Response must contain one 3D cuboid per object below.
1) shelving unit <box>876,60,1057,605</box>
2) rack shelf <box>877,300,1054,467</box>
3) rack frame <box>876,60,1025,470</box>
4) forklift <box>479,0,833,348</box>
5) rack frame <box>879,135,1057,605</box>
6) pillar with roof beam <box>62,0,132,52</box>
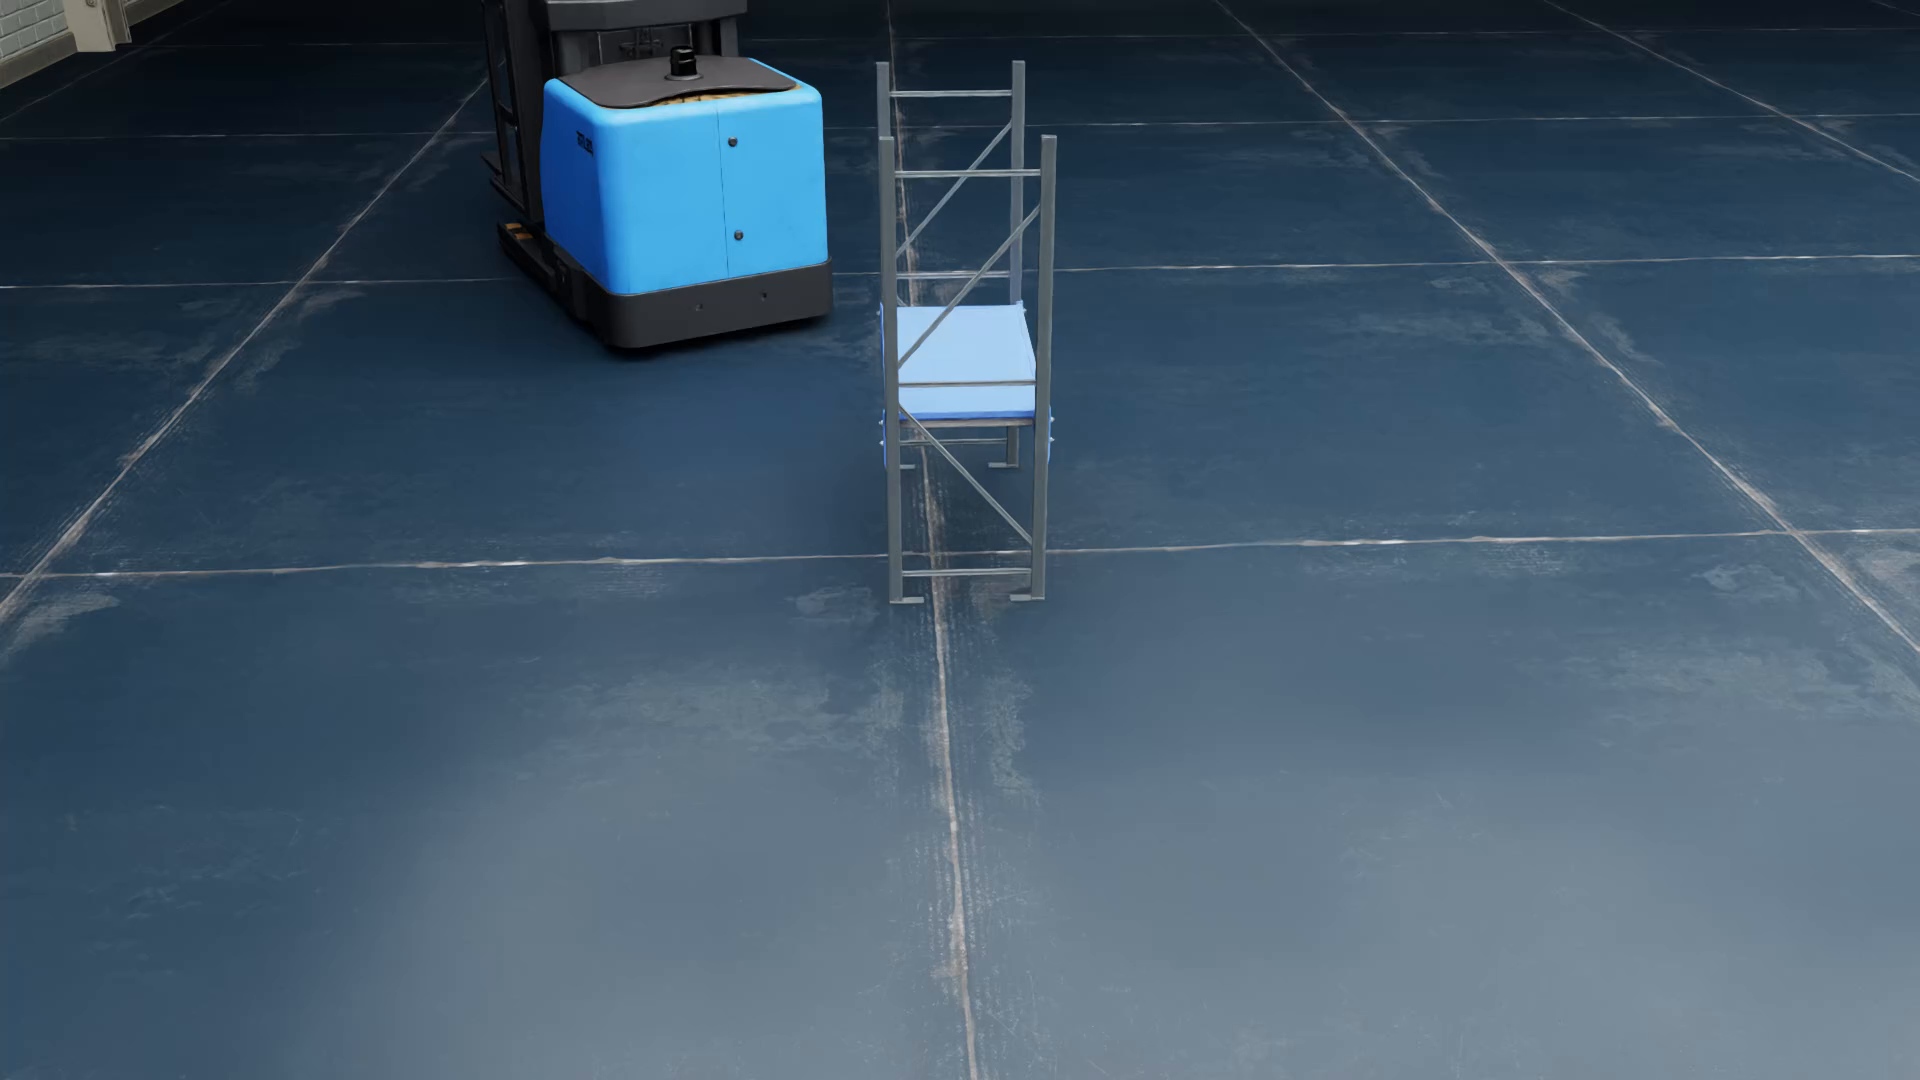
[{"bbox_3d":[-0.004,-0.704,5.479,0.538,1.500,1.048,-1,28,-3],"label":"shelving unit"},{"bbox_3d":[-0.004,-0.545,5.562,0.538,0.185,1.000,-1,28,-3],"label":"rack shelf"},{"bbox_3d":[-0.031,-0.939,5.929,0.500,1.500,0.032,-1,28,-3],"label":"rack frame"},{"bbox_3d":[-1.724,-2.777,7.905,1.130,2.935,3.031,-14,31,-25],"label":"forklift"},{"bbox_3d":[0.022,-0.470,5.029,0.500,1.500,0.032,-1,28,-3],"label":"rack frame"},{"bbox_3d":[-2.573,-8.051,11.455,9.100,9.000,0.400,-1,28,-3],"label":"pillar with roof beam"}]
